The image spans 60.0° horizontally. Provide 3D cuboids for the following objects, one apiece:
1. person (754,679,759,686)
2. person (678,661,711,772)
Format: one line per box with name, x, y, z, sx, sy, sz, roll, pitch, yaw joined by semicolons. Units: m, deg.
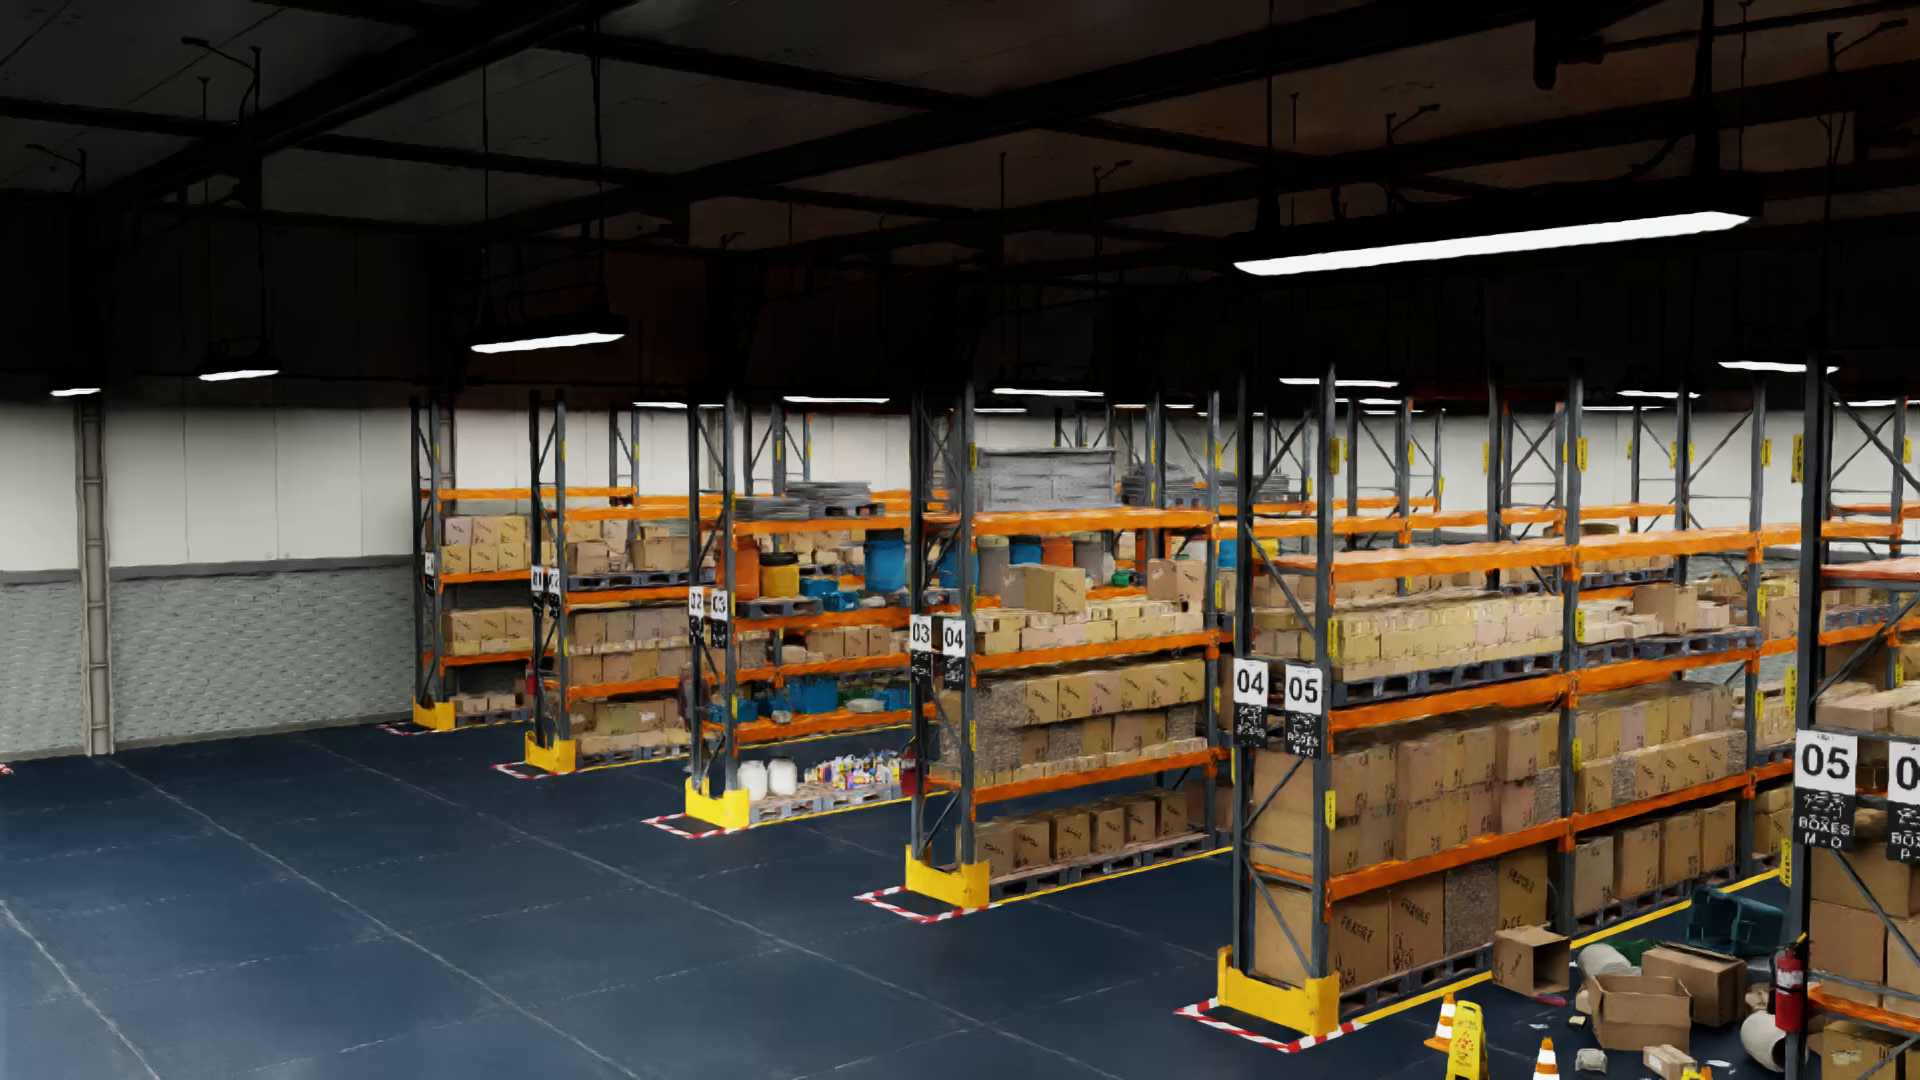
person;-3.749;2.588;30.753;0.499;1.541;0.537;-3;5;-42
person;-4.192;2.758;26.183;0.598;1.736;1.028;2;4;27
